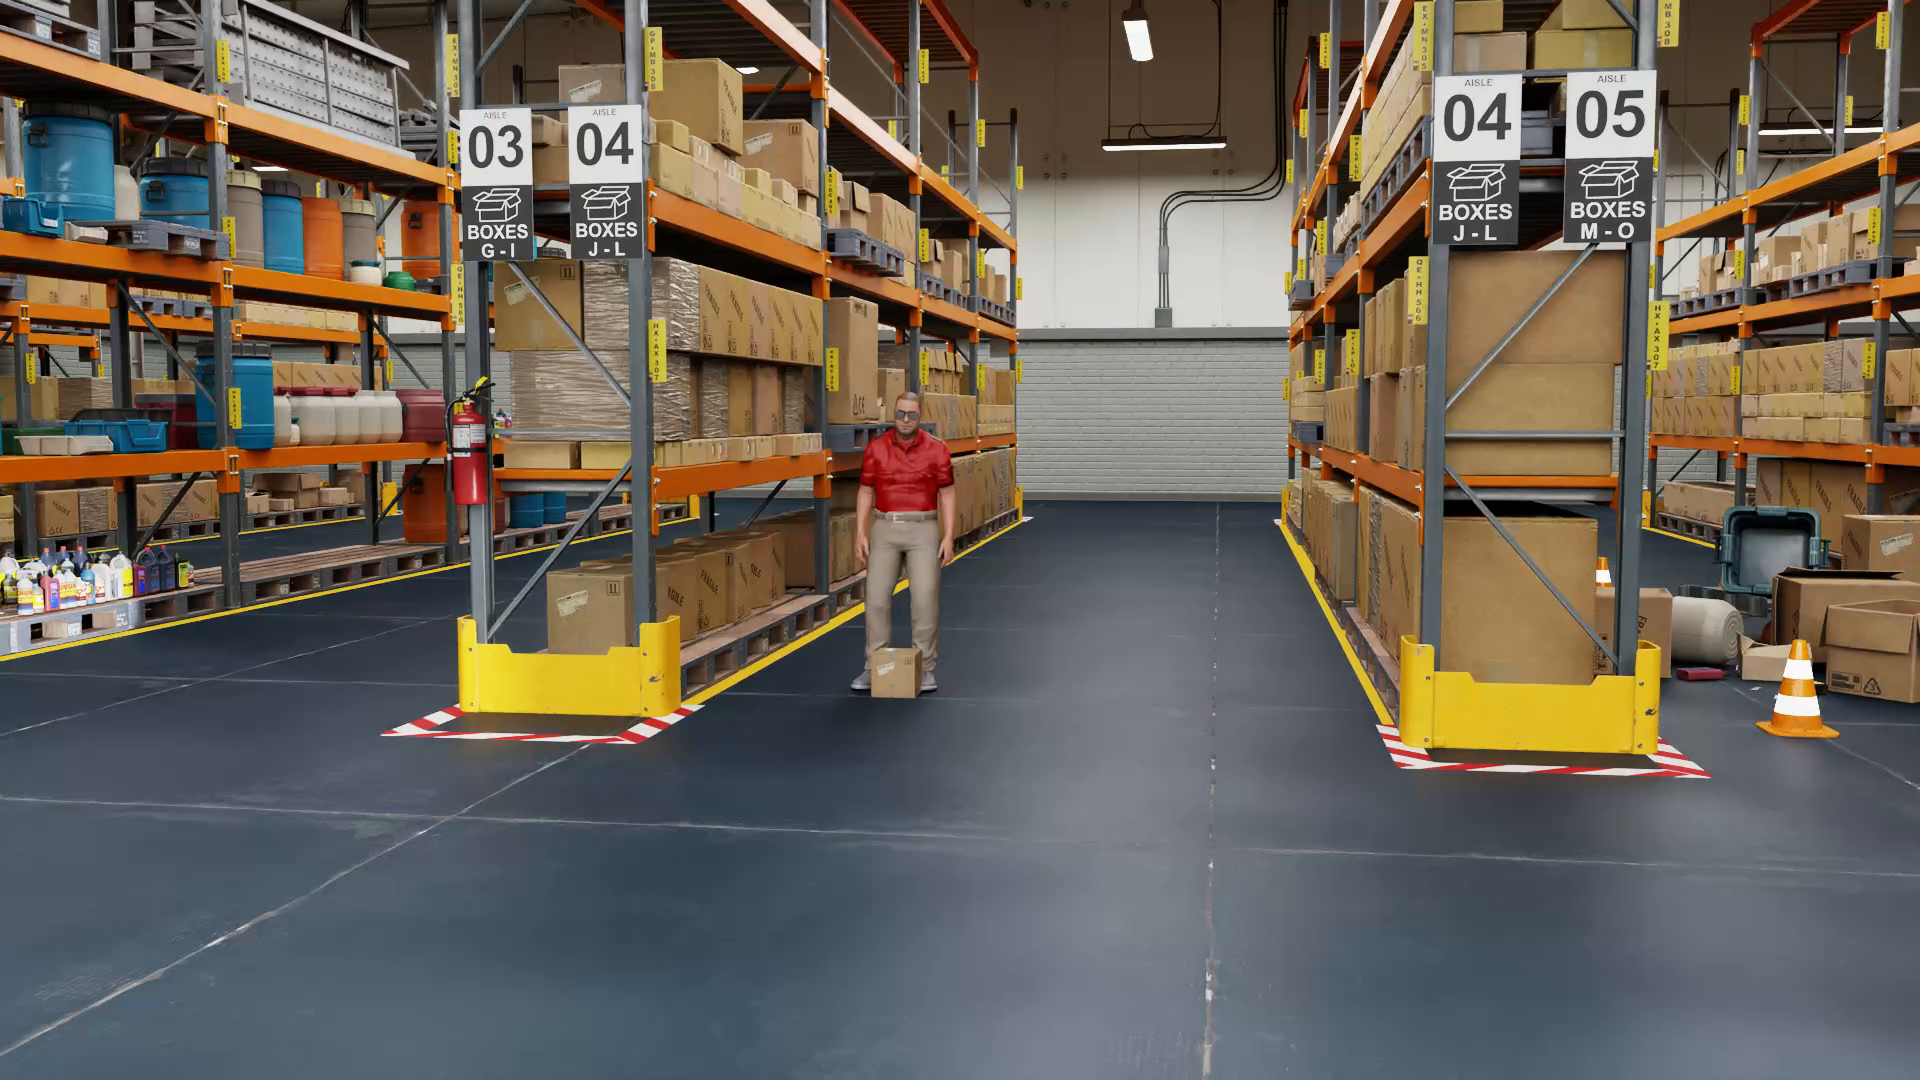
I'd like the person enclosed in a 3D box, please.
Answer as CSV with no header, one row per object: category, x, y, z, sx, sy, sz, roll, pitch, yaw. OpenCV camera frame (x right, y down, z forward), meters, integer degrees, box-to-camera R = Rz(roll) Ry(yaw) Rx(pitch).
person,-0.325,0.002,9.699,0.599,1.726,0.393,0,4,5
